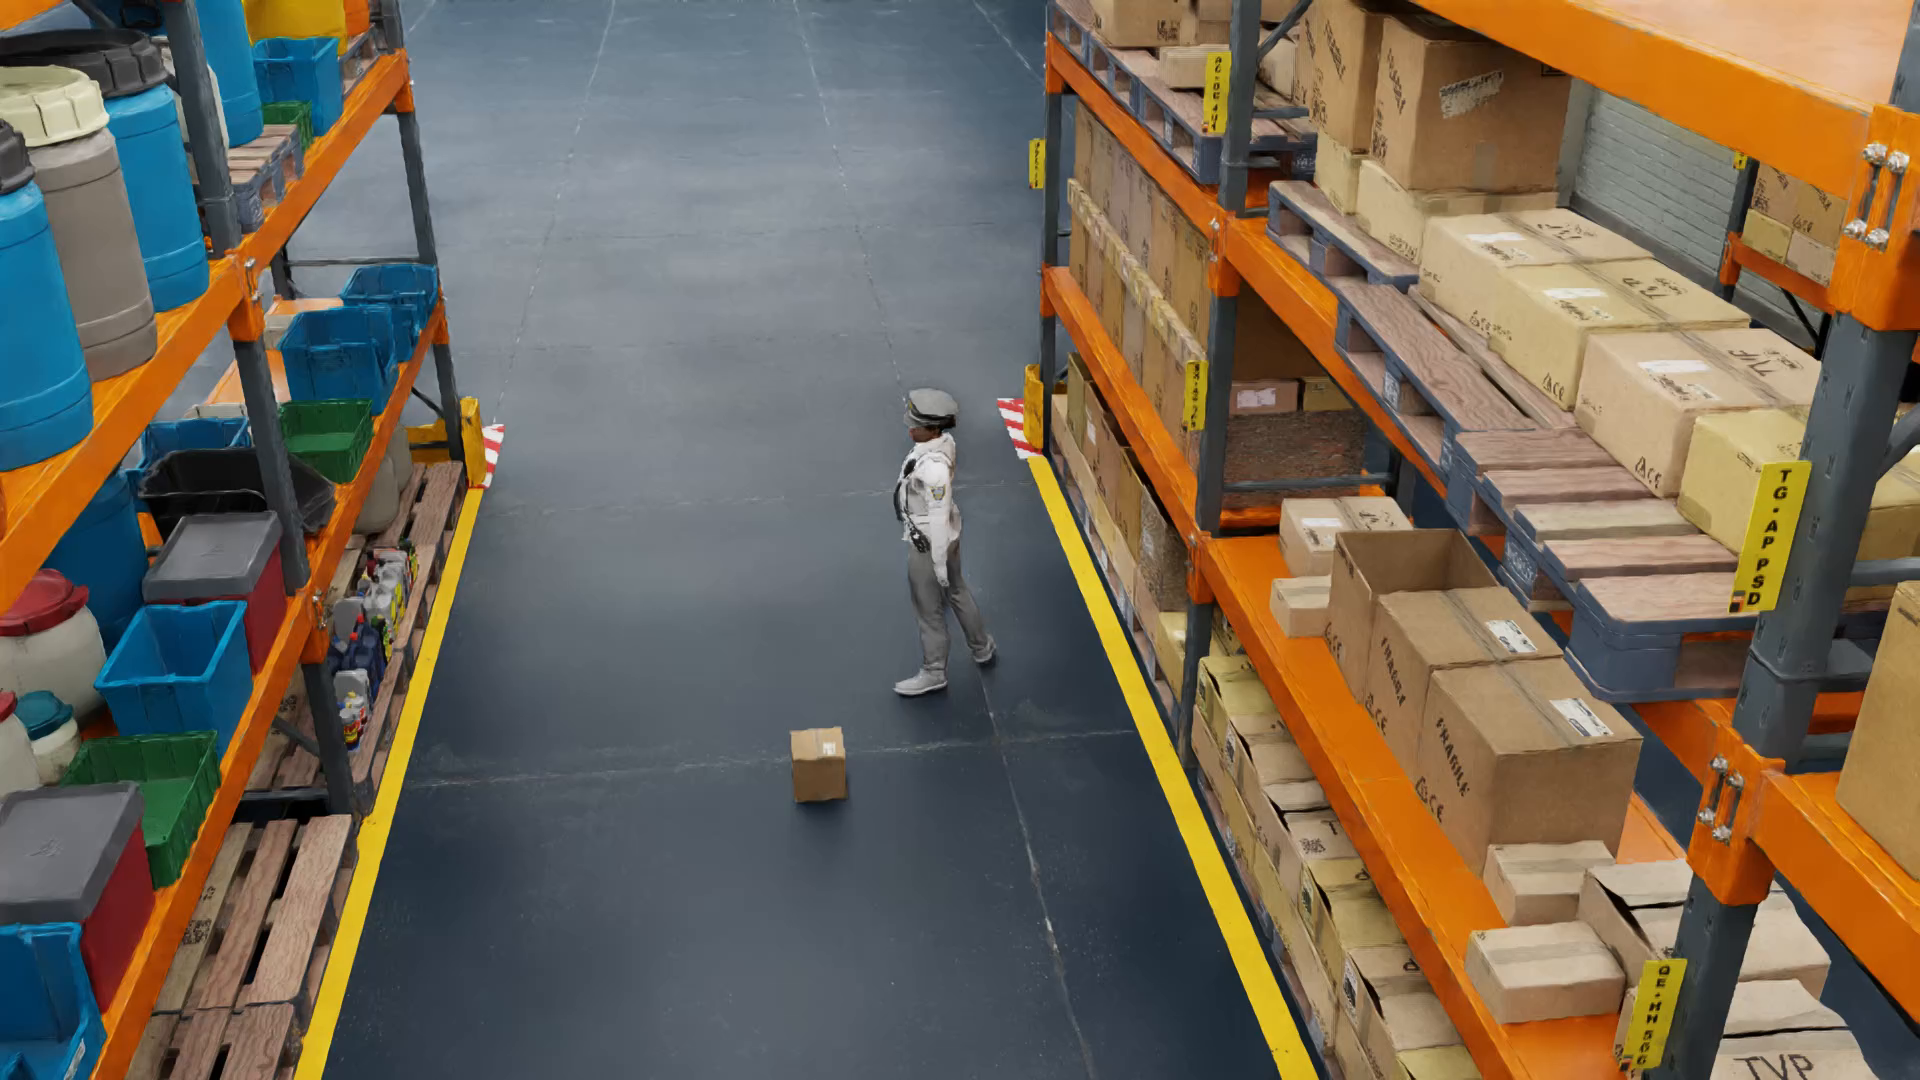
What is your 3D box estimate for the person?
[{"bbox_3d":[-0.073,-0.029,8.665,0.469,1.669,0.643,5,28,9],"label":"person"}]
